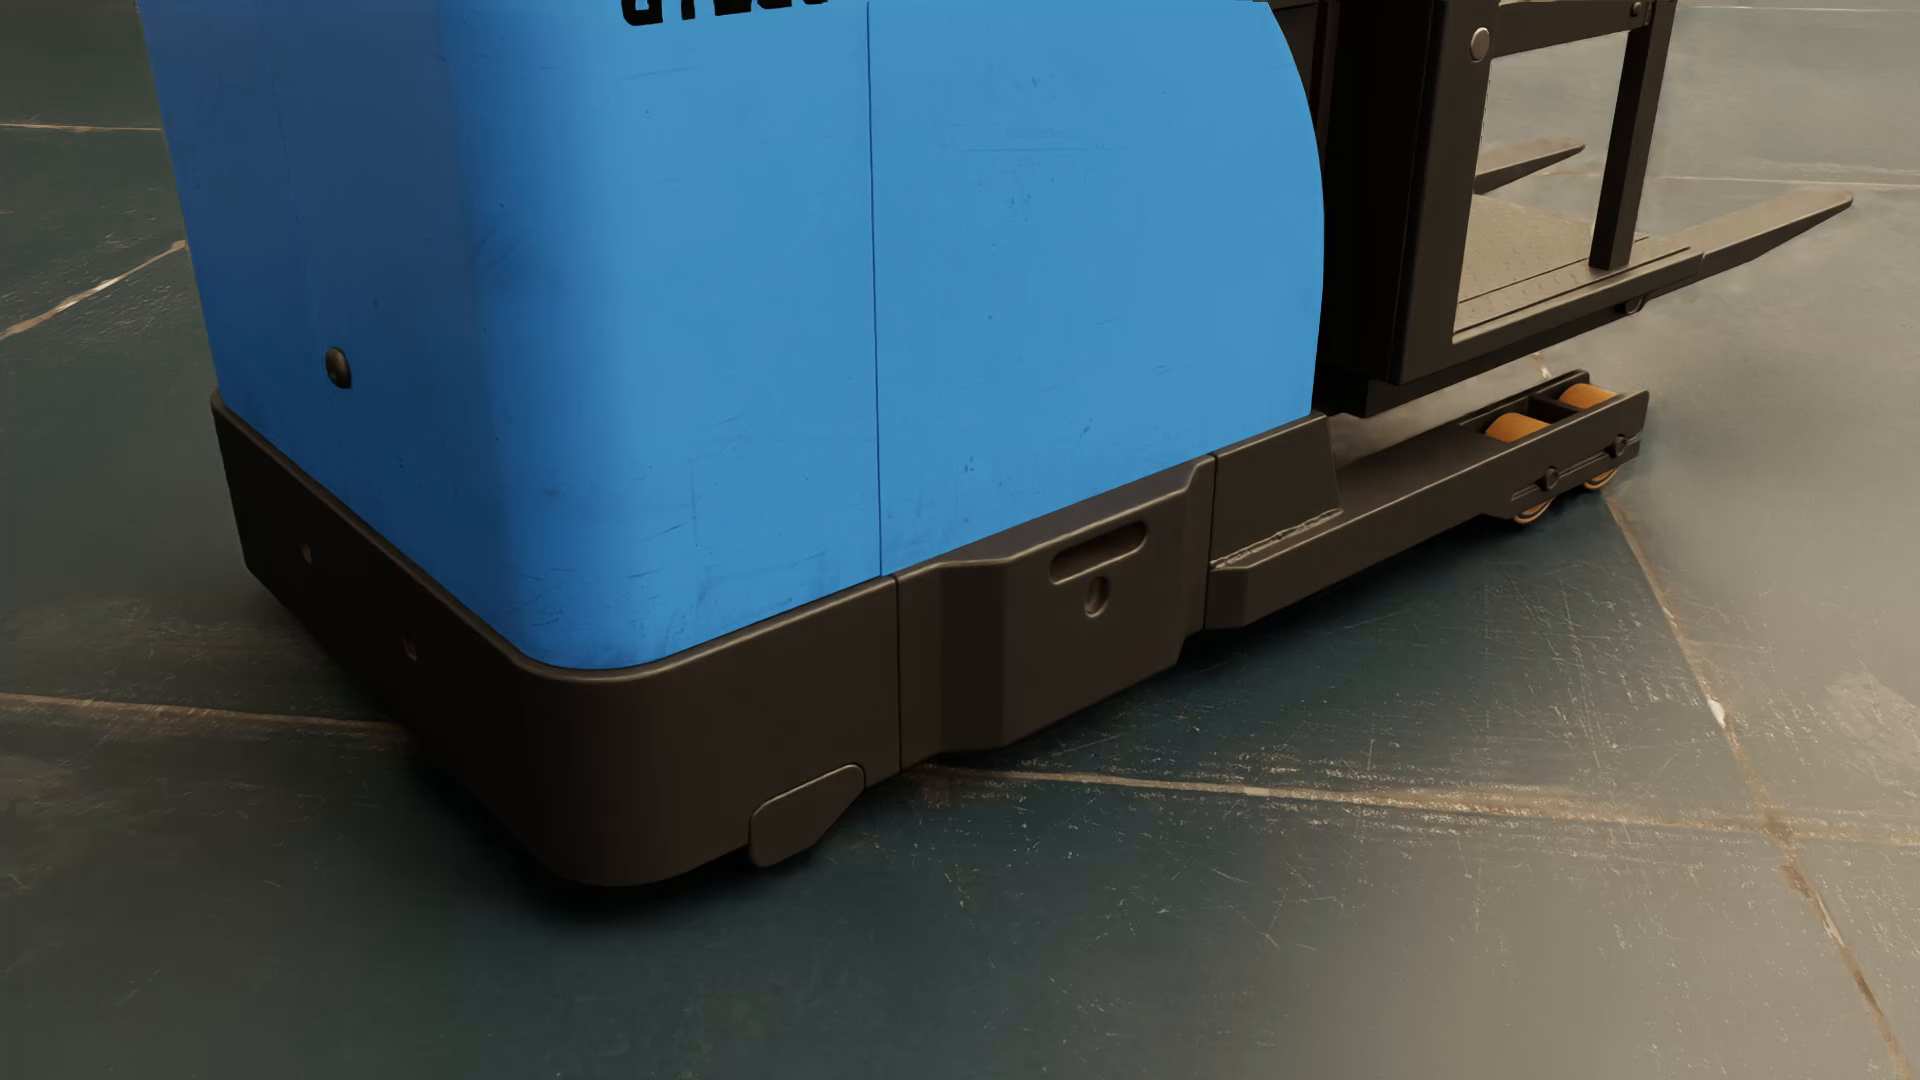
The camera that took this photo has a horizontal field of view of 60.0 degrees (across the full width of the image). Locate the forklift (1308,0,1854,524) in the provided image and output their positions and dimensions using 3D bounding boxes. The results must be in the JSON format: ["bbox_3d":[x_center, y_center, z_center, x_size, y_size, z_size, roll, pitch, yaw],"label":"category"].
[{"bbox_3d":[0.467,-1.496,2.215,3.031,2.935,1.121,-21,33,-35],"label":"forklift"}]
